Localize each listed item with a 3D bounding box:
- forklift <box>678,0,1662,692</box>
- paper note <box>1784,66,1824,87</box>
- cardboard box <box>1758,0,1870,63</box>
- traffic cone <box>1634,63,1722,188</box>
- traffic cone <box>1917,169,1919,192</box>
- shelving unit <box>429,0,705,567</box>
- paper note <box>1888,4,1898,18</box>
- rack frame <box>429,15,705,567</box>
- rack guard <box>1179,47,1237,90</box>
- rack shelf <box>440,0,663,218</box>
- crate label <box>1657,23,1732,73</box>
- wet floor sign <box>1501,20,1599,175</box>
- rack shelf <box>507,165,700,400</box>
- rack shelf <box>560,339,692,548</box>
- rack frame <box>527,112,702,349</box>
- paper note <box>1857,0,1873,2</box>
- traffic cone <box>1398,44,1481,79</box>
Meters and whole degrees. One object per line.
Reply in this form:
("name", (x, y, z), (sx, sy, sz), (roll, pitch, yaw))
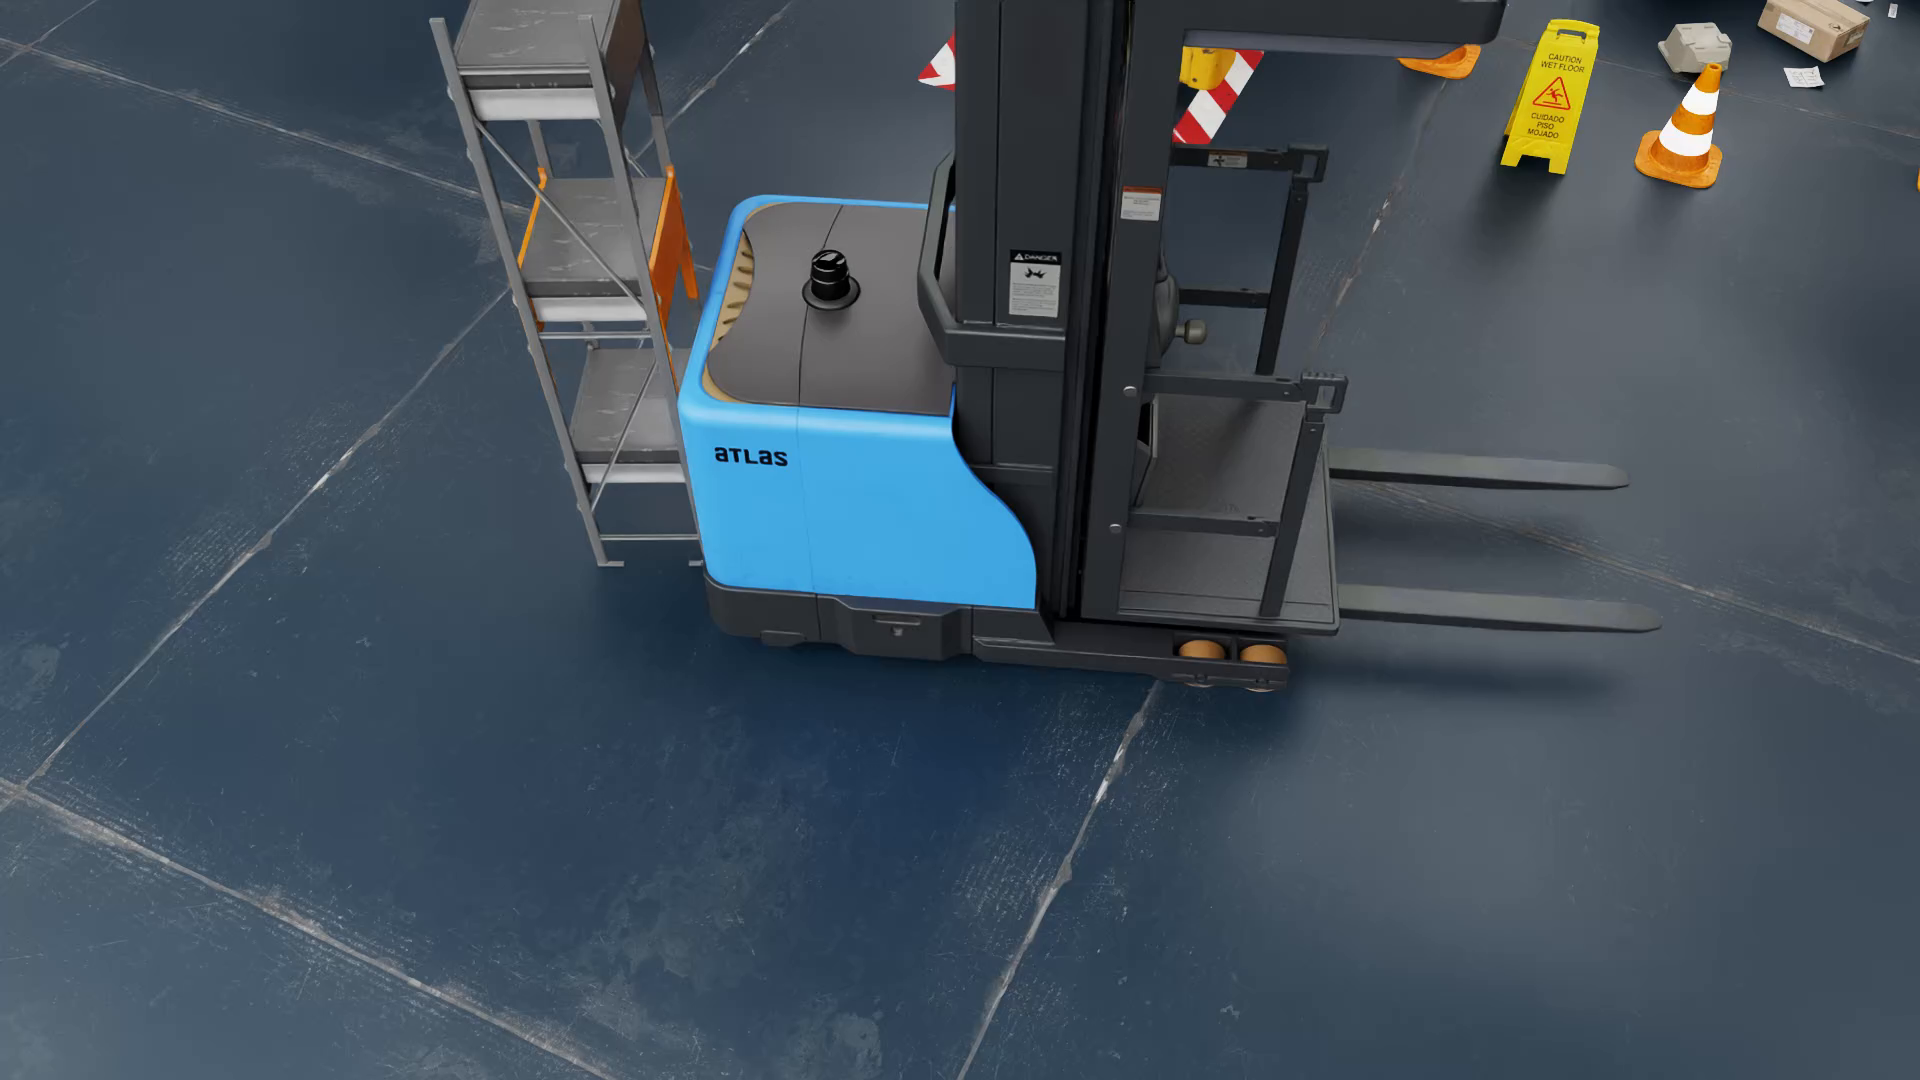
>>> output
("forklift", (0.730, -0.890, 4.583), (3.031, 2.935, 1.130), (4, 50, 3))
("paper note", (3.817, -2.096, 7.513), (0.148, 0.019, 0.142), (4, 50, 3))
("cardboard box", (3.946, -2.395, 7.690), (0.250, 0.149, 0.380), (-28, 55, -22))
("traffic cone", (3.081, -1.780, 6.961), (0.336, 0.463, 0.334), (20, 52, 16))
("traffic cone", (4.230, -1.653, 6.853), (0.336, 0.463, 0.334), (20, 52, 16))
("shelving unit", (-1.062, -0.783, 5.028), (0.431, 2.100, 0.503), (0, 50, 2))
("paper note", (4.420, -2.508, 7.877), (0.032, 0.001, 0.123), (20, 52, 16))
("rack frame", (-1.067, -0.597, 4.870), (0.400, 2.100, 0.015), (0, 50, 2))
("rack guard", (0.684, -2.474, 7.527), (1.175, 0.500, 0.348), (20, 52, 16))
("rack shelf", (-1.084, -1.228, 4.506), (0.431, 0.518, 0.480), (0, 50, 2))
("crate label", (3.361, -2.236, 7.563), (0.250, 0.136, 0.298), (-4, 50, -3))
("wet floor sign", (2.472, -1.873, 6.920), (0.267, 0.644, 0.232), (12, 51, 10))
("rack shelf", (-1.061, -0.774, 5.038), (0.431, 0.518, 0.480), (0, 50, 2))
("rack shelf", (-1.039, -0.320, 5.570), (0.431, 0.518, 0.480), (0, 50, 2))
("rack frame", (-1.057, -0.968, 5.186), (0.400, 2.100, 0.015), (0, 50, 2))
("paper note", (4.316, -2.628, 7.974), (0.142, 0.019, 0.148), (-37, 59, -27))
("traffic cone", (2.205, -2.382, 7.473), (0.336, 0.463, 0.334), (20, 52, 16))
